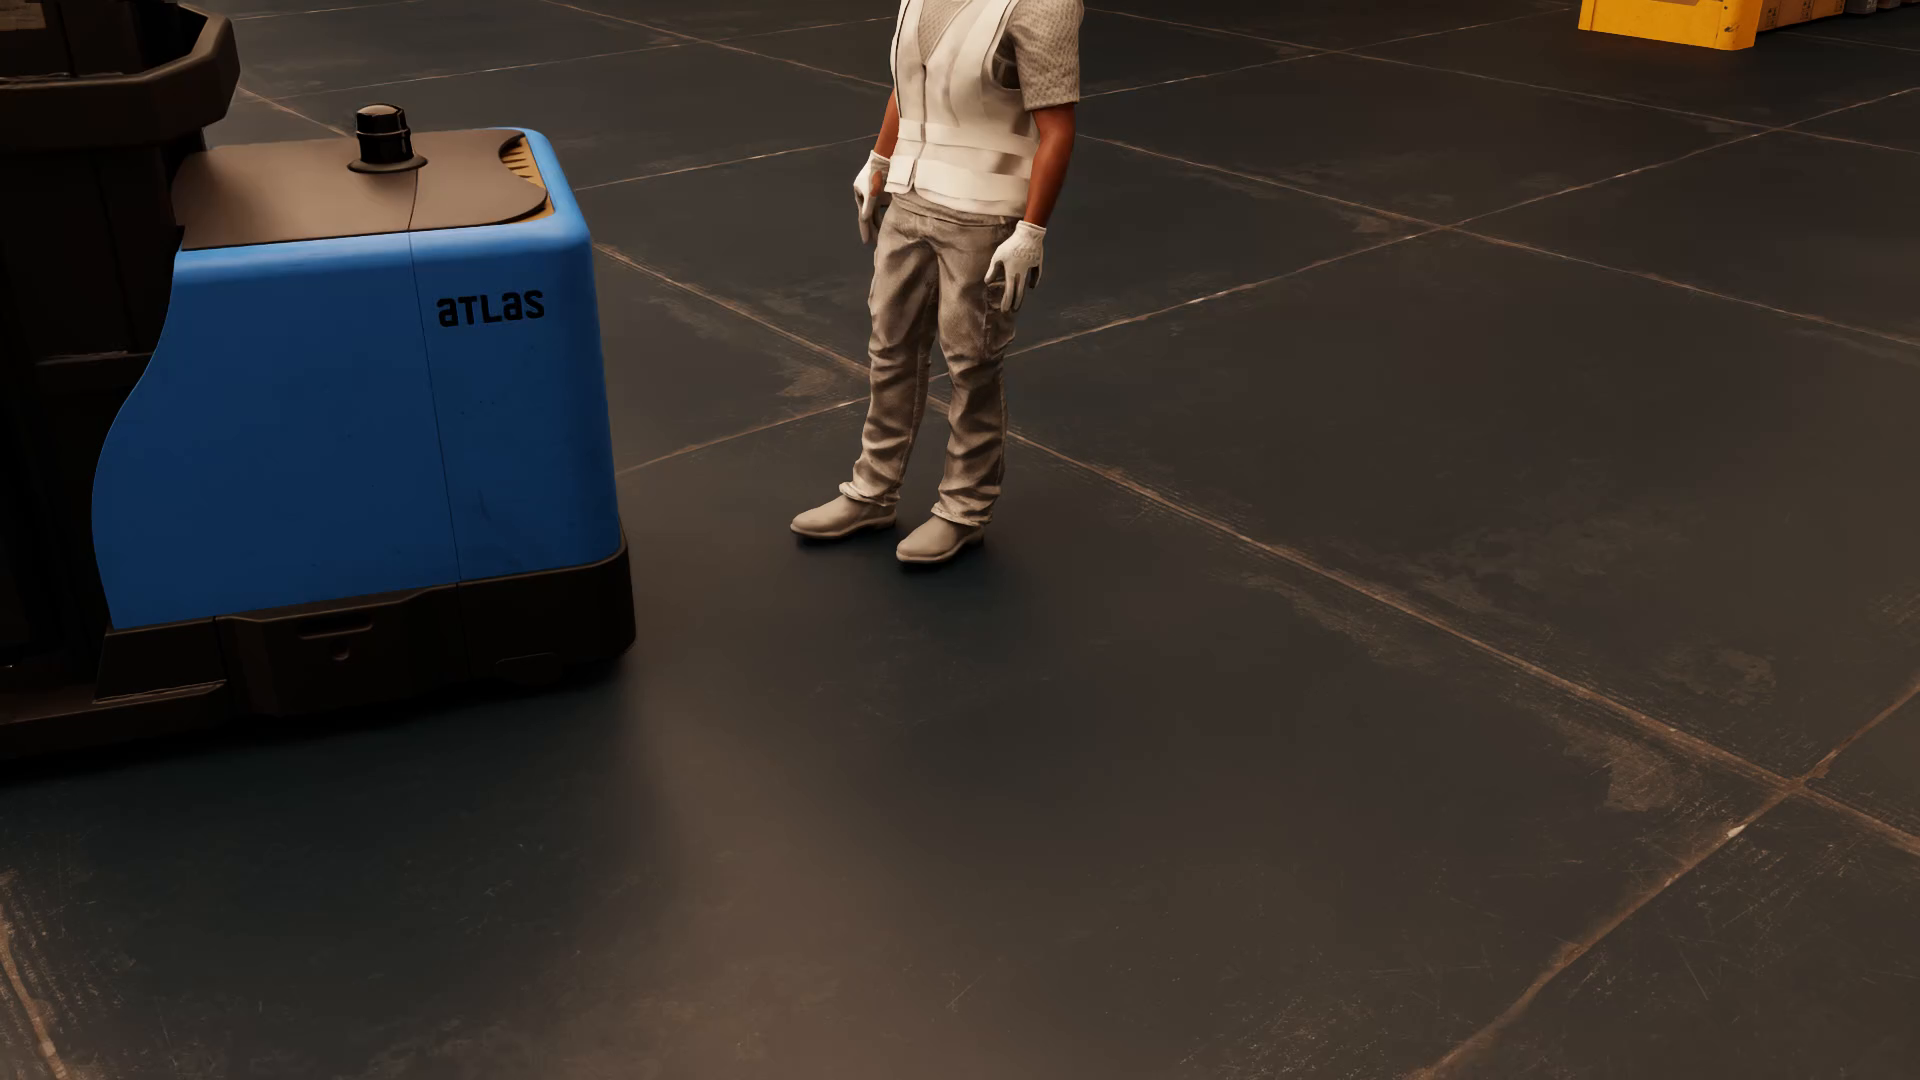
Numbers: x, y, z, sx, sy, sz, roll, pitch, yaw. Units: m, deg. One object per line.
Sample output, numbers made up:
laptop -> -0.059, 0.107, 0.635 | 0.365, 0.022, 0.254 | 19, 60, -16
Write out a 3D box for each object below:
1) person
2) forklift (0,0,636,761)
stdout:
person -> -0.061, -0.788, 4.067 | 0.577, 1.782, 0.656 | -20, 33, -35
forklift -> -2.331, -1.002, 3.223 | 3.031, 2.935, 1.130 | -8, 28, -16
